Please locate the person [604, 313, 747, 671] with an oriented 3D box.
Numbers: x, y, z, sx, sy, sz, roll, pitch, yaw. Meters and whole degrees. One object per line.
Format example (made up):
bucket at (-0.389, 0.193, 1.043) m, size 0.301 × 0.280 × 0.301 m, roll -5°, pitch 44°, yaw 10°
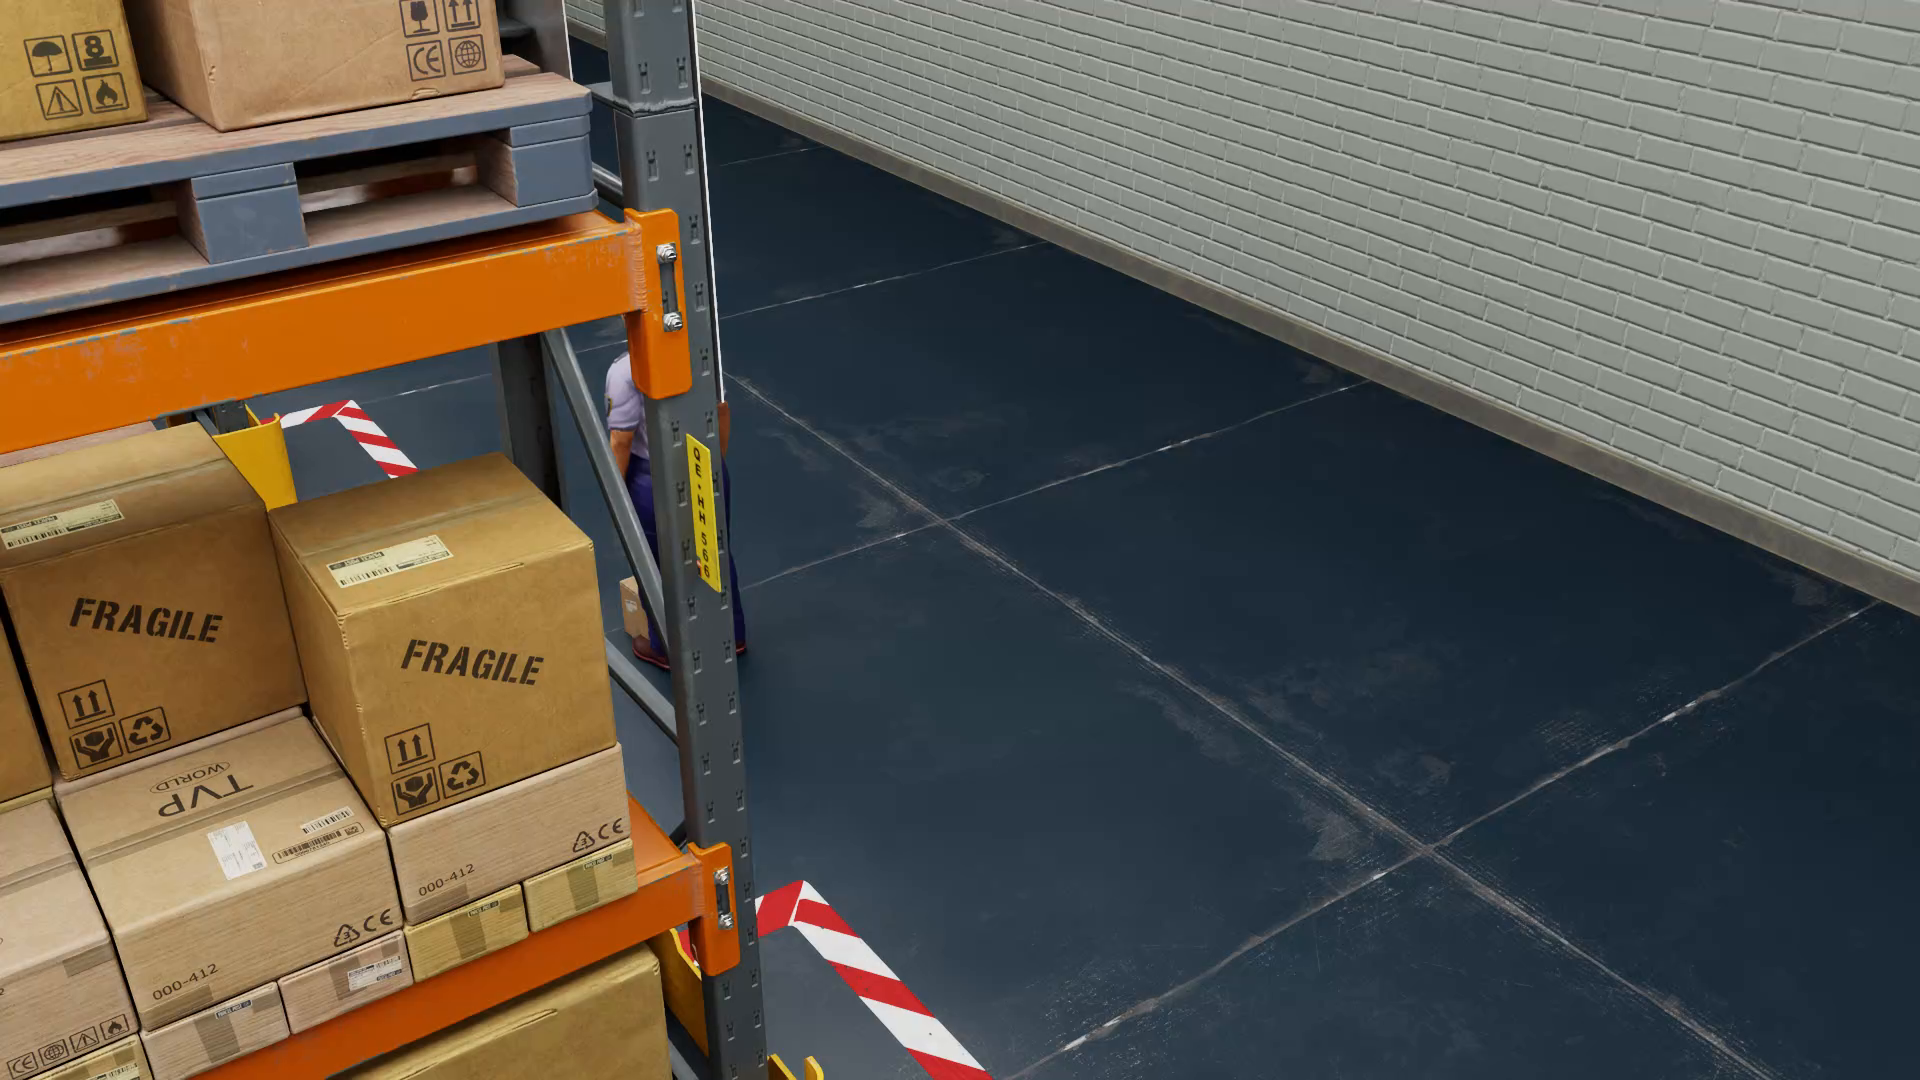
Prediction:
person at (-1.139, -0.241, 6.572) m, size 0.562 × 1.653 × 0.418 m, roll -21°, pitch 35°, yaw -33°
